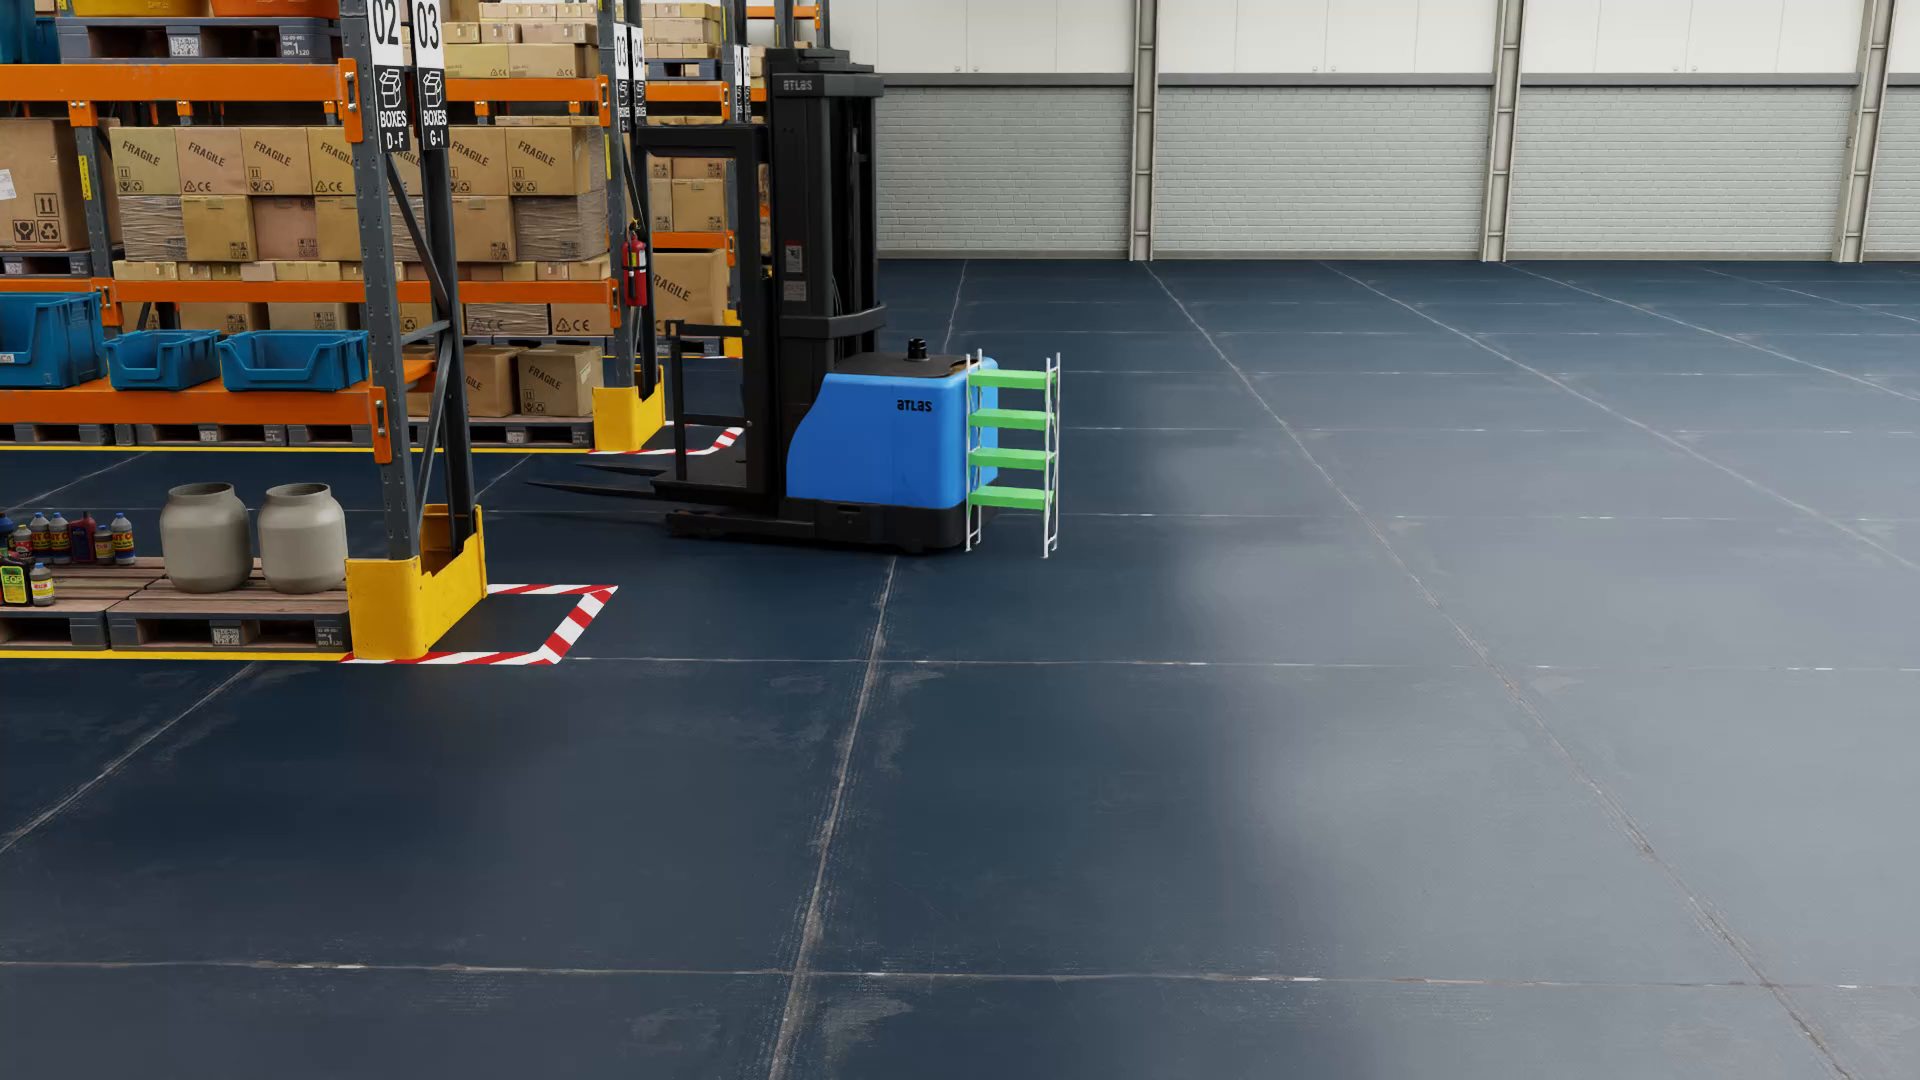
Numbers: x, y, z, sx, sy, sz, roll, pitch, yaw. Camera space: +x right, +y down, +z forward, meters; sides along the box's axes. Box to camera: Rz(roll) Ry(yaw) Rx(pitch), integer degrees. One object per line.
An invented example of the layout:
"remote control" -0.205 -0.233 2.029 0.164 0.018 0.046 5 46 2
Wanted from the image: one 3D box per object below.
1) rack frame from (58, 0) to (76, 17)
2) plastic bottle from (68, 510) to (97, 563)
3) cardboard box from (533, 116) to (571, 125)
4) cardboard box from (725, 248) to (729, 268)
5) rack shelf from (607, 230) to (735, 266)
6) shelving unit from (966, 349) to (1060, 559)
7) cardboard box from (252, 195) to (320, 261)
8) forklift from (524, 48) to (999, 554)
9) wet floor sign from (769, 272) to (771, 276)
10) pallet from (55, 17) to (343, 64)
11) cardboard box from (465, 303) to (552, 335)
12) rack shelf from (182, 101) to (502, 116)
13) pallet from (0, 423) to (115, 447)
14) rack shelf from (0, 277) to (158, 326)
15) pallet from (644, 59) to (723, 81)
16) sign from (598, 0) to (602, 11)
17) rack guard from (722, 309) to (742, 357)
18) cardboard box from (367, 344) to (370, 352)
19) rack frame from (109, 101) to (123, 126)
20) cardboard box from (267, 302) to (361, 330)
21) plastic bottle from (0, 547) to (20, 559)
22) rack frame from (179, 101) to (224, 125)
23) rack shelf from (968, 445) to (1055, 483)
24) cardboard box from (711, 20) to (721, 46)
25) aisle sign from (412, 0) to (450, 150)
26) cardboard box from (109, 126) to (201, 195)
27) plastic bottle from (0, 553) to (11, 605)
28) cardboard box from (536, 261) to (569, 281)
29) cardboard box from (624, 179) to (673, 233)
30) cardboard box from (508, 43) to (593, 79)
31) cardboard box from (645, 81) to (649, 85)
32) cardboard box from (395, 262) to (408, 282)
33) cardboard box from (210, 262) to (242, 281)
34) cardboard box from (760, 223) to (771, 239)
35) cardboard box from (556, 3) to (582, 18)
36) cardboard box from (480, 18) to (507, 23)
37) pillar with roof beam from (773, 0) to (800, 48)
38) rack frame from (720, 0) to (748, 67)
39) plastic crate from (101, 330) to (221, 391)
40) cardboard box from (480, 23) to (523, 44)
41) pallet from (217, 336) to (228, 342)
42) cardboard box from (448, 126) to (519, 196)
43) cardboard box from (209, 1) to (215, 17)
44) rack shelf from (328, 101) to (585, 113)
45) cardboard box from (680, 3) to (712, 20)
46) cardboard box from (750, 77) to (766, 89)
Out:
"rack frame" -6.591 -5.215 12.467 0.127 3.000 1.000 0 15 1
"plastic bottle" -4.749 -0.022 9.005 0.133 0.283 0.061 1 15 2
"cardboard box" -5.394 -5.450 22.379 0.500 0.500 0.700 0 15 2
"cardboard box" -3.147 -3.990 22.682 0.500 0.500 0.500 0 15 2
"rack shelf" -4.364 -3.218 18.066 4.000 0.370 1.077 0 15 1
"shelving unit" 0.314 -0.518 9.953 0.503 1.200 0.258 5 16 18
"cardboard box" -5.142 -2.498 13.149 0.500 0.500 0.875 0 15 1
"forklift" -1.322 -1.539 10.429 3.031 2.935 1.130 5 16 18
"wet floor sign" -2.285 -2.919 20.139 0.232 0.644 0.267 -2 15 -8
"pallet" -3.544 -2.415 8.102 1.213 0.211 1.003 0 15 1
"cardboard box" -4.835 -2.727 18.140 0.875 0.875 0.875 0 15 2
"rack shelf" -8.338 -5.957 22.570 4.000 0.370 1.077 0 15 1
"pallet" -7.370 -0.971 13.606 1.213 0.211 1.003 0 15 1
"rack shelf" -8.591 -1.980 13.373 4.000 0.370 1.077 0 15 1
"pallet" -3.107 -4.962 17.562 1.213 0.211 1.003 0 15 1
"sign" -2.627 -4.025 12.102 0.005 0.325 0.100 0 15 1
"rack guard" -2.341 -2.344 18.243 0.348 0.500 1.175 0 15 1
"cardboard box" -4.997 -1.310 13.503 0.500 0.500 0.500 -1 15 -4
"rack frame" -14.213 -6.160 27.807 0.127 3.000 1.000 0 15 1
"cardboard box" -6.986 -2.675 18.186 0.750 0.750 1.050 0 15 1
"plastic bottle" -4.815 0.140 8.393 0.133 0.283 0.061 0 15 1
"rack frame" -10.337 -4.868 22.910 0.127 3.000 1.000 0 15 1
"rack shelf" 0.314 -0.457 9.969 0.480 0.148 0.258 5 16 18
"cardboard box" -2.841 -5.394 17.717 0.500 0.250 0.500 0 15 1
"aisle sign" -2.640 -2.356 8.296 0.004 0.787 0.394 0 15 1
"cardboard box" -6.148 -2.922 12.797 0.500 0.500 0.500 0 15 1
"plastic bottle" -4.818 0.170 8.291 0.135 0.276 0.152 0 15 2
"cardboard box" -3.133 -2.118 12.980 0.250 0.149 0.380 0 15 1
"cardboard box" -3.287 -3.614 17.864 0.550 0.550 0.875 0 15 1
"cardboard box" -3.081 -3.605 12.536 0.500 0.250 0.500 1 15 3
"cardboard box" -4.240 -6.074 22.095 0.250 0.149 0.380 0 15 1
"cardboard box" -4.385 -2.099 12.908 0.250 0.149 0.380 0 15 1
"cardboard box" -5.634 -2.116 12.973 0.250 0.149 0.380 0 15 1
"cardboard box" -3.212 -5.126 27.476 0.500 0.250 0.500 0 15 1
"cardboard box" -3.981 -5.442 17.119 0.250 0.149 0.380 0 15 1
"cardboard box" -4.873 -5.271 17.250 0.500 0.250 0.500 0 15 1
"pillar with roof beam" -2.999 -8.119 23.472 0.400 9.000 9.100 0 15 1
"rack frame" -2.365 -6.453 17.160 0.127 3.000 1.000 0 15 1
"plastic crate" -3.876 -0.886 8.109 0.408 0.251 0.499 0 15 1
"cardboard box" -3.412 -3.787 12.445 0.250 0.149 0.380 0 15 -1
"pallet" -8.360 -2.223 18.353 1.213 0.211 1.003 0 15 1
"cardboard box" -3.649 -2.906 12.737 0.500 0.500 0.500 0 15 1
"cardboard box" -6.135 -4.261 12.970 0.500 0.500 0.500 0 15 0
"rack shelf" -8.215 -7.223 27.368 4.000 0.370 1.077 0 15 1
"cardboard box" -2.710 -5.434 17.087 0.250 0.149 0.380 1 15 2
"cardboard box" -2.703 -6.075 22.100 0.250 0.149 0.380 0 15 2
